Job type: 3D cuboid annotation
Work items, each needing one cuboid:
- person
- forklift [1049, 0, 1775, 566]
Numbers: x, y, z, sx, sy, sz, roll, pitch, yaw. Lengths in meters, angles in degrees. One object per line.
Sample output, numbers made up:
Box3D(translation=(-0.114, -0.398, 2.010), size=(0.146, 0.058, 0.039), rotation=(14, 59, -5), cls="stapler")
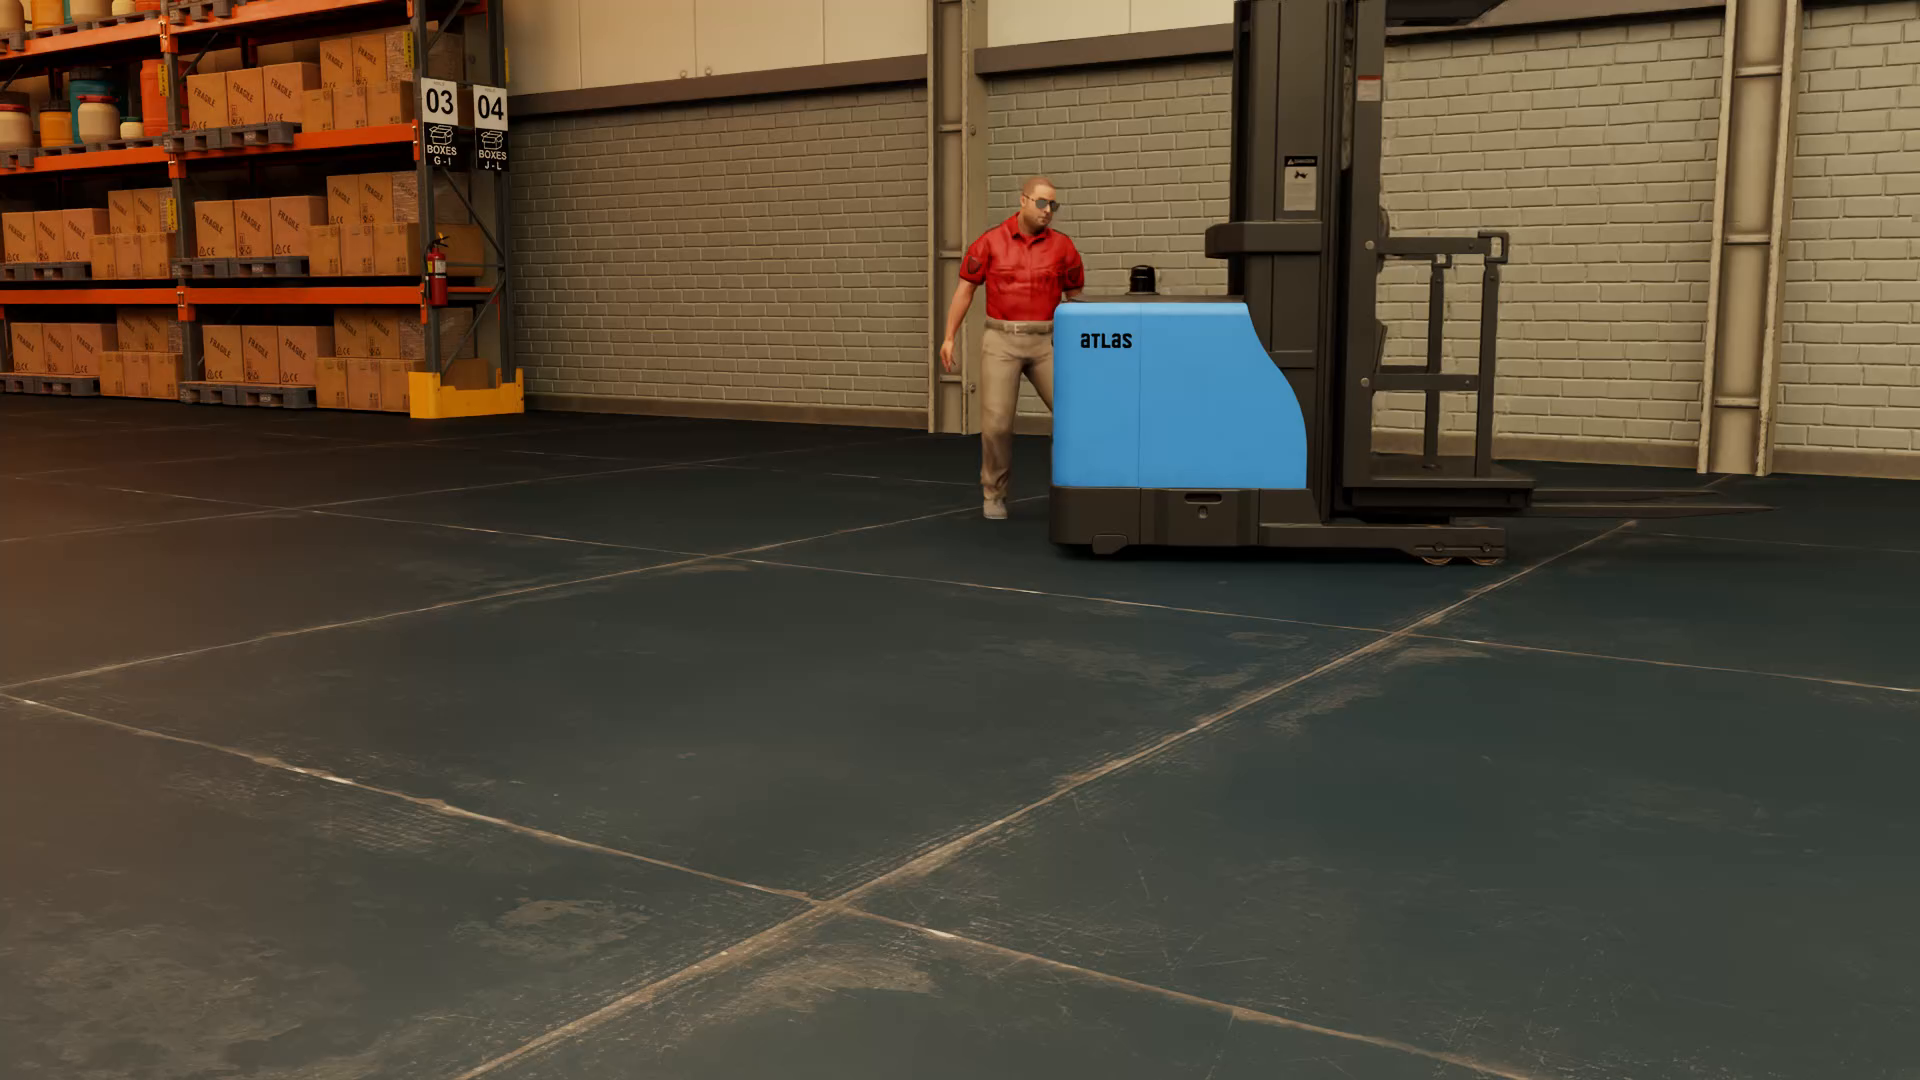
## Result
Box3D(translation=(0.342, -0.949, 8.349), size=(0.885, 1.702, 0.416), rotation=(0, 8, -3), cls="person")
Box3D(translation=(1.917, -1.422, 7.196), size=(3.031, 2.935, 1.130), rotation=(1, 8, 4), cls="forklift")
